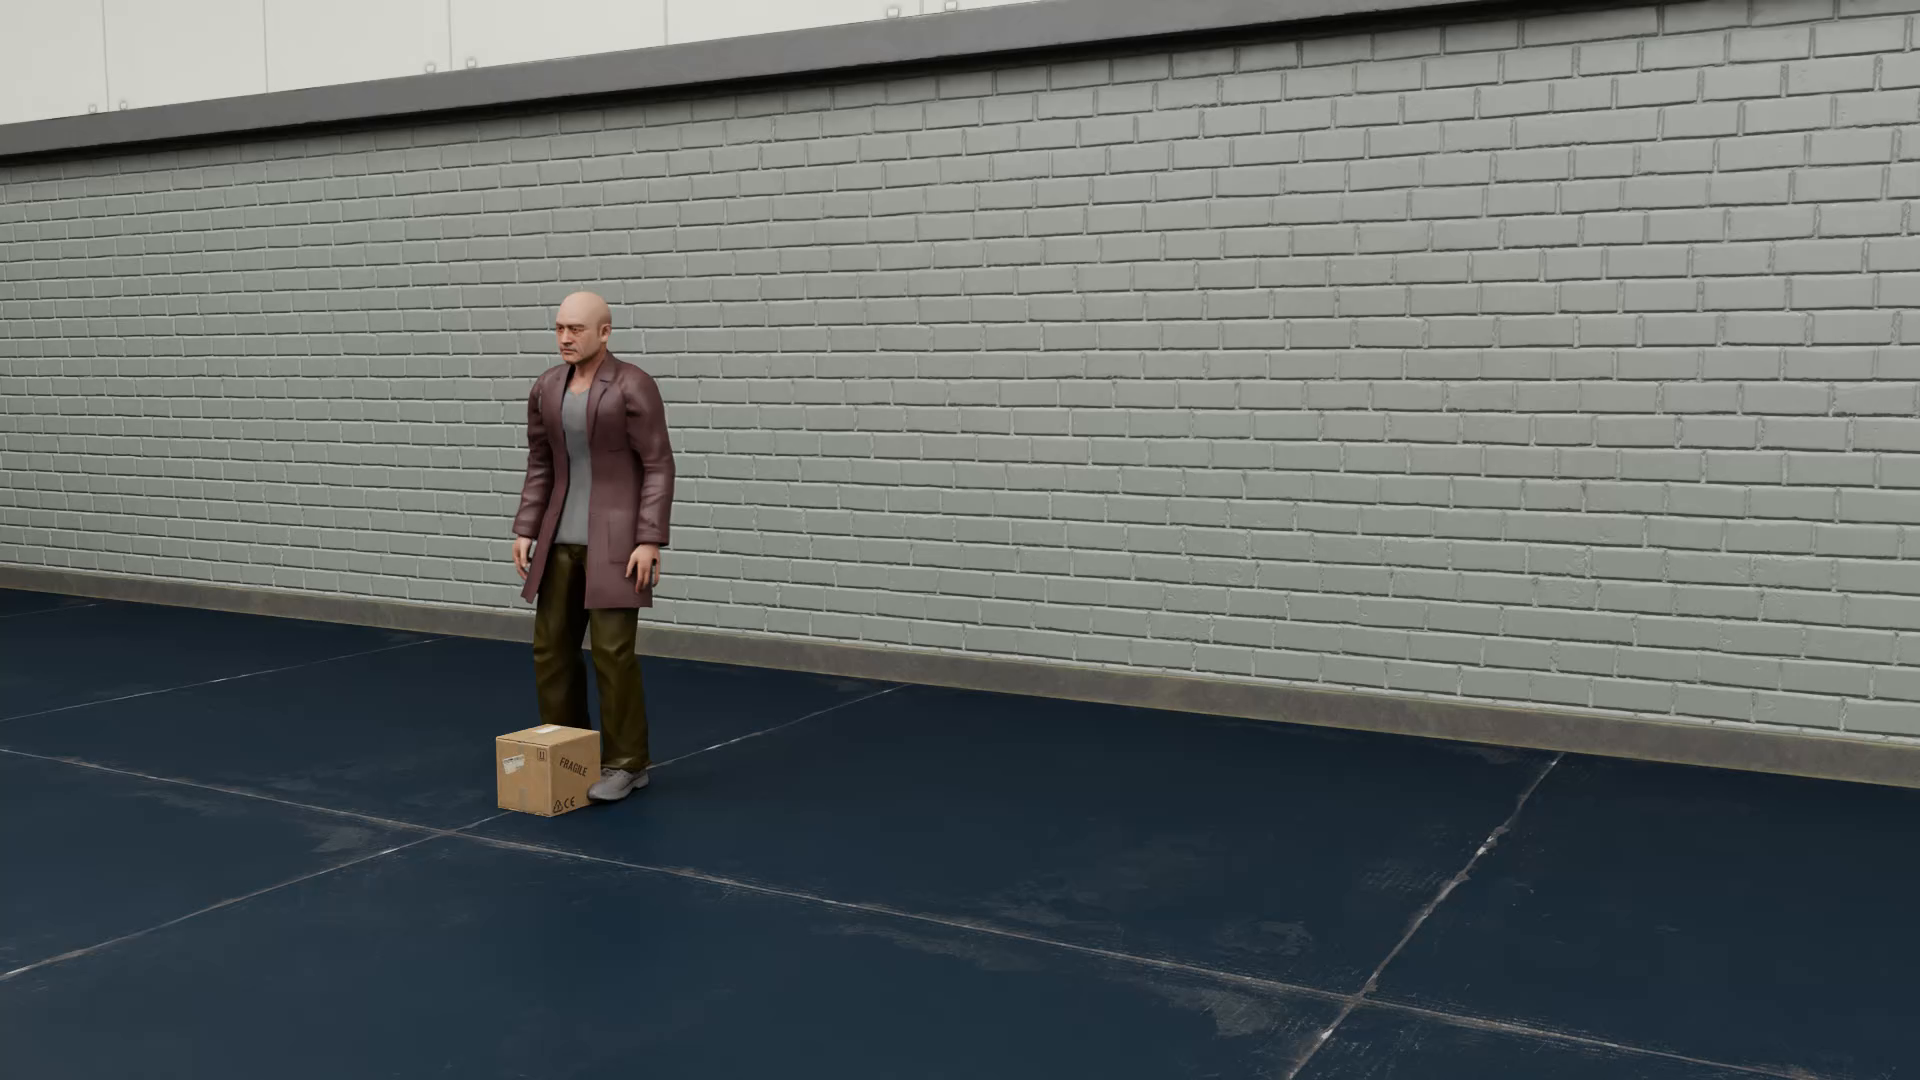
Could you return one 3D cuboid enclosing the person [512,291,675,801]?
[{"bbox_3d":[-1.304,0.016,5.903,0.655,1.775,0.419,3,6,26],"label":"person"}]
